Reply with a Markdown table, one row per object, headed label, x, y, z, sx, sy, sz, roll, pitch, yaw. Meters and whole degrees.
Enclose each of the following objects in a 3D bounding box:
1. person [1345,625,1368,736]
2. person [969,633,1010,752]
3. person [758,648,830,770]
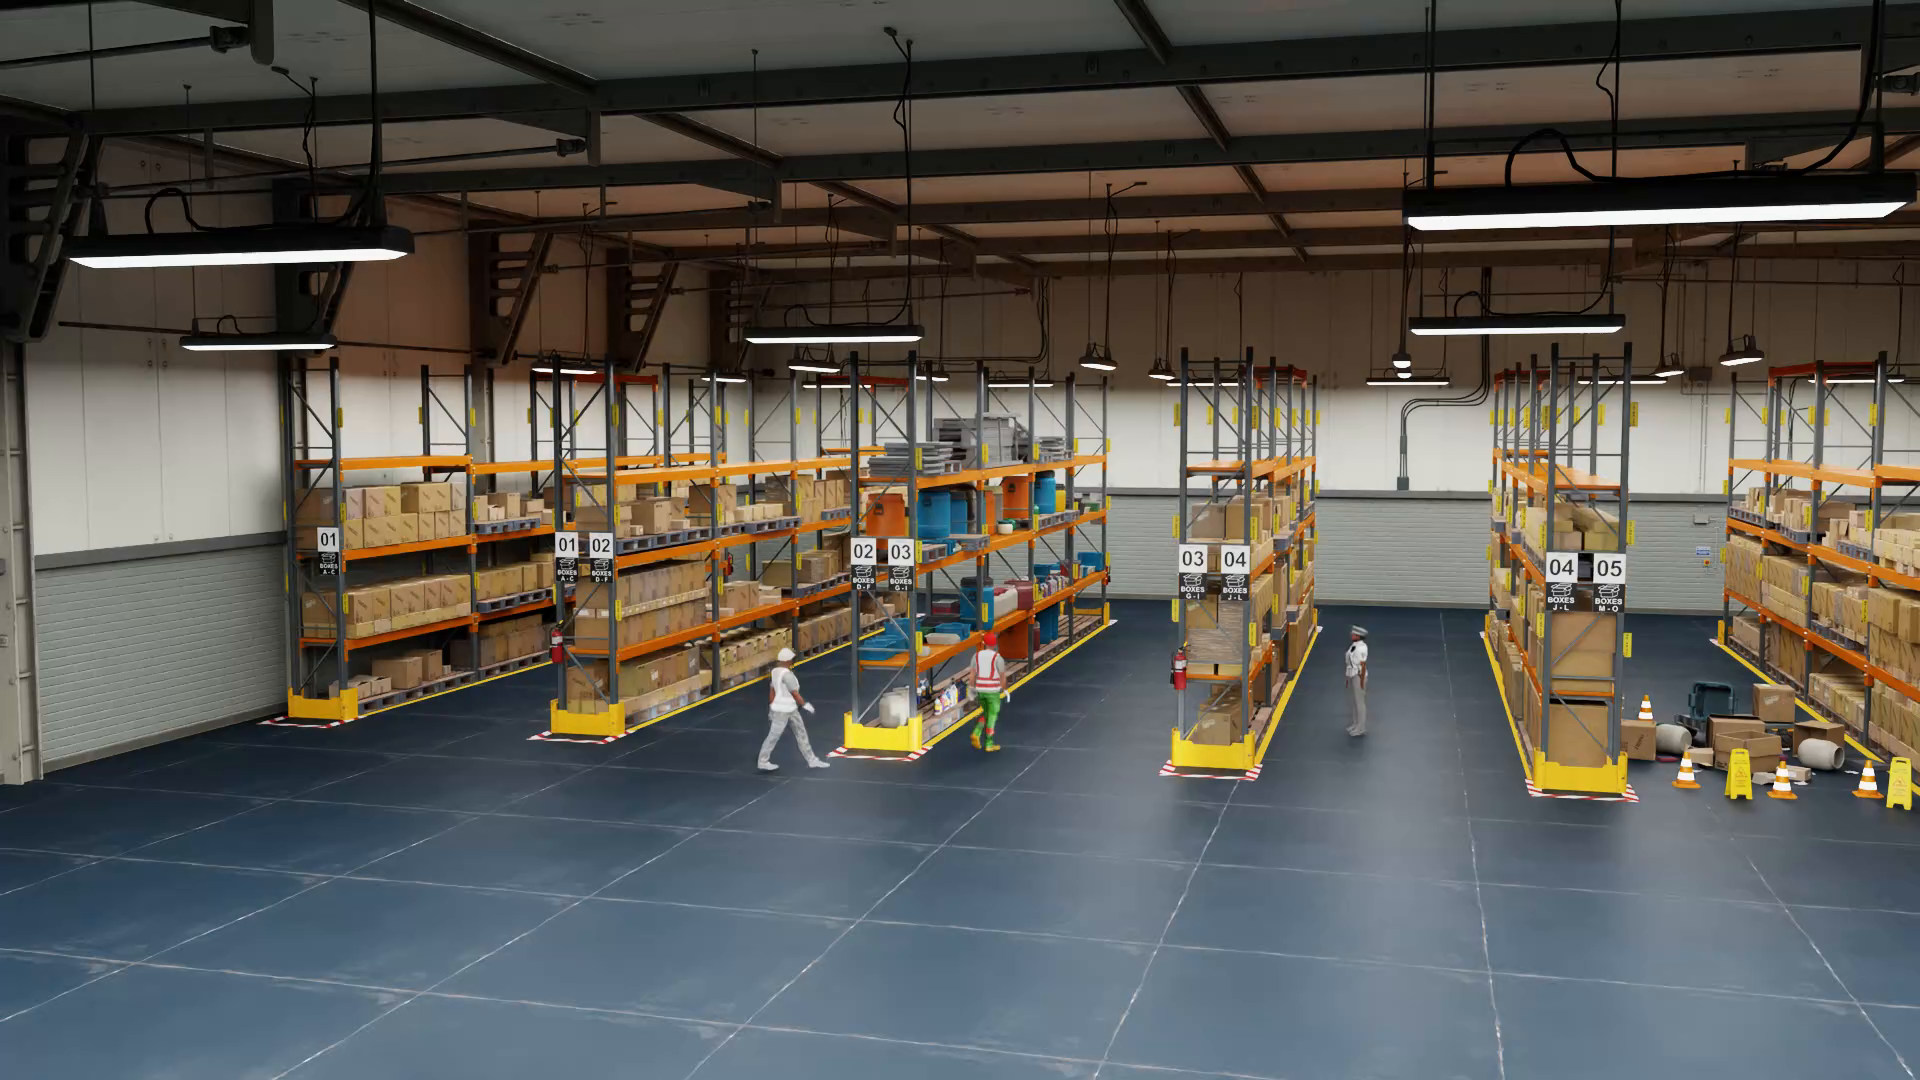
| label | x | y | z | sx | sy | sz | roll | pitch | yaw |
| --- | --- | --- | --- | --- | --- | --- | --- | --- | --- |
| person | 6.310 | 2.222 | 26.471 | 0.422 | 1.706 | 0.567 | -1 | 4 | -12 |
| person | 0.430 | 2.269 | 24.918 | 0.511 | 1.781 | 0.546 | -4 | 6 | -42 |
| person | -2.362 | 2.380 | 23.382 | 1.002 | 1.731 | 0.489 | 1 | 4 | 10 |
